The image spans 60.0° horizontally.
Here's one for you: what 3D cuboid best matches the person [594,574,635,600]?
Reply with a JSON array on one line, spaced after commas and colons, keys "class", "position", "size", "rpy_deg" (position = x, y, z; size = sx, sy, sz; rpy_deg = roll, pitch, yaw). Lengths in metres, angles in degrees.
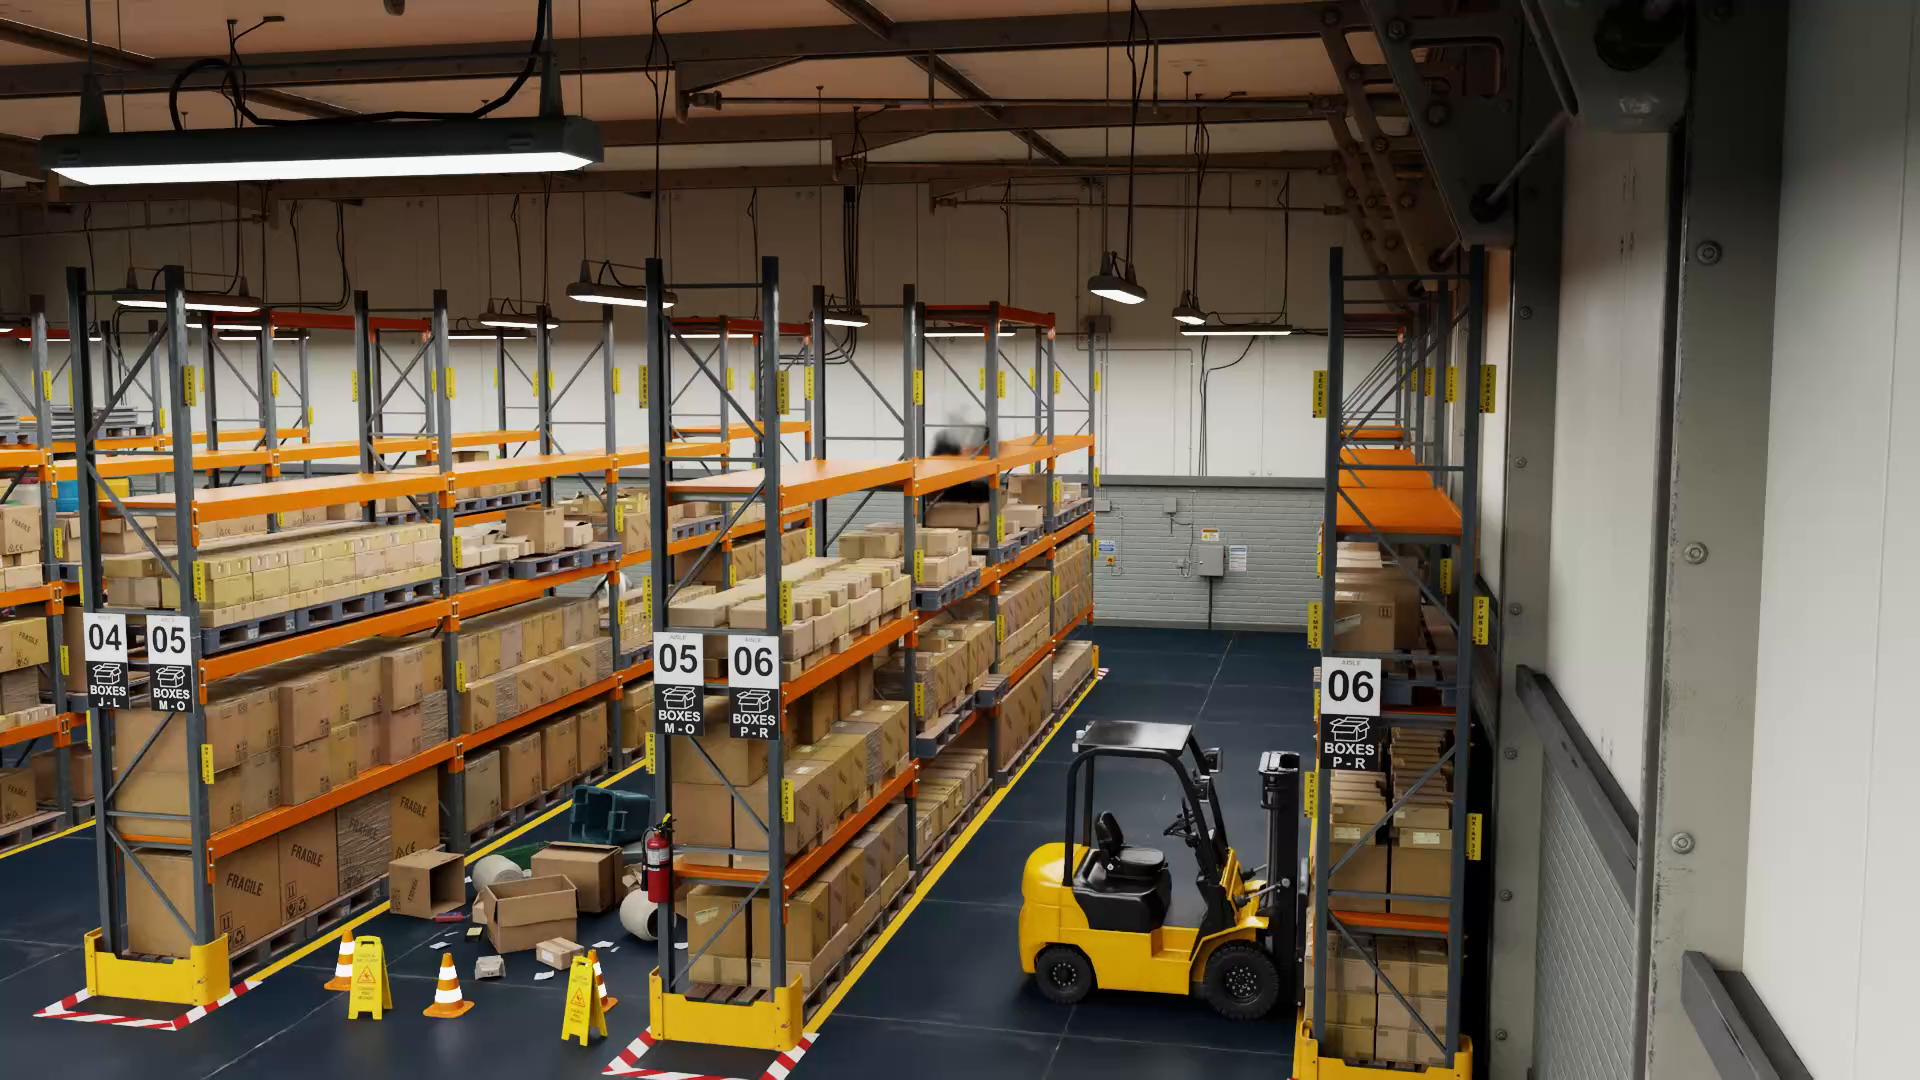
[{"class": "person", "position": [-6.266, 1.233, 30.278], "size": [0.744, 1.739, 0.794], "rpy_deg": [-3, 6, -26]}]
